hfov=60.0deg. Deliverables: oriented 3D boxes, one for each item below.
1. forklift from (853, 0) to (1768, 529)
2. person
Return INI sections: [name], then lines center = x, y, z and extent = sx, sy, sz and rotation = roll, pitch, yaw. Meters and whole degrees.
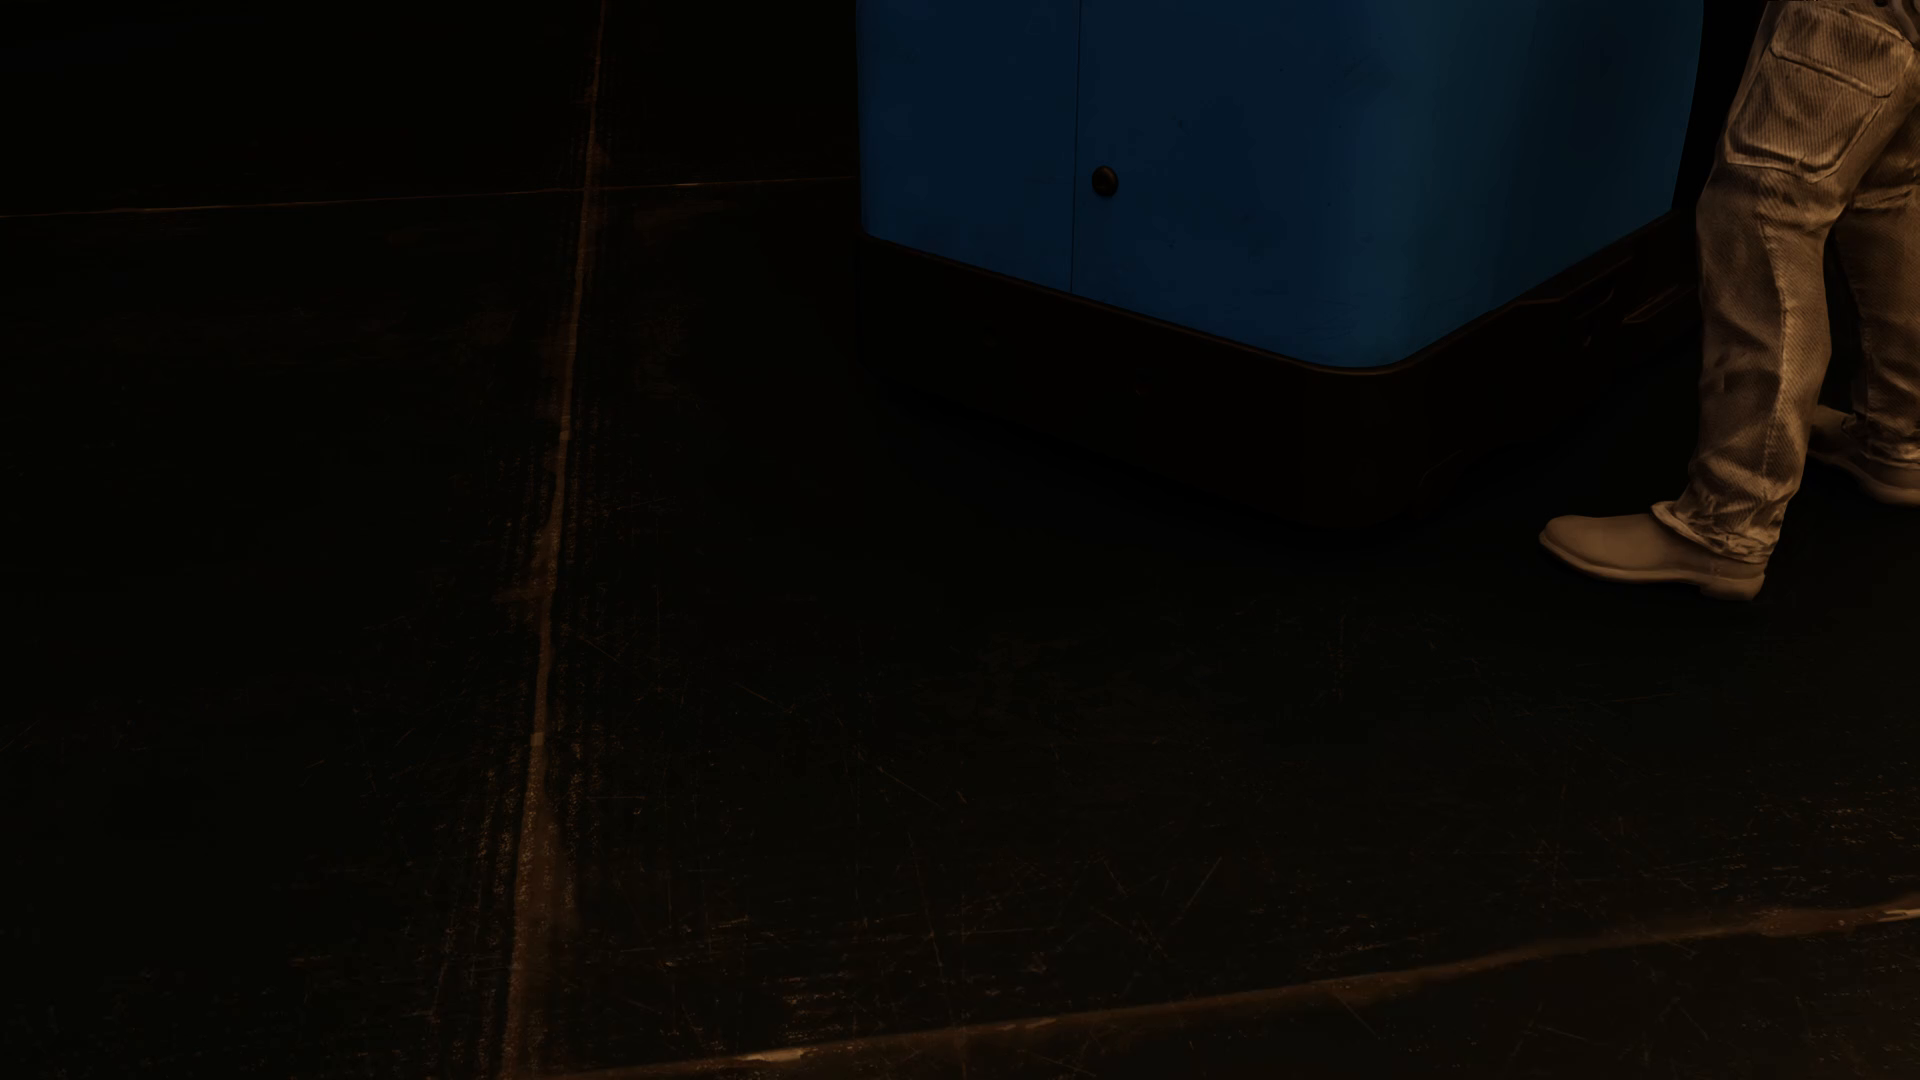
[forklift]
center = 1.175, -1.917, 2.987
extent = 1.130, 2.935, 3.031
rotation = 23, 35, 36
[person]
center = 1.268, -0.831, 2.209
extent = 0.423, 1.744, 0.876
rotation = 21, 35, 34
